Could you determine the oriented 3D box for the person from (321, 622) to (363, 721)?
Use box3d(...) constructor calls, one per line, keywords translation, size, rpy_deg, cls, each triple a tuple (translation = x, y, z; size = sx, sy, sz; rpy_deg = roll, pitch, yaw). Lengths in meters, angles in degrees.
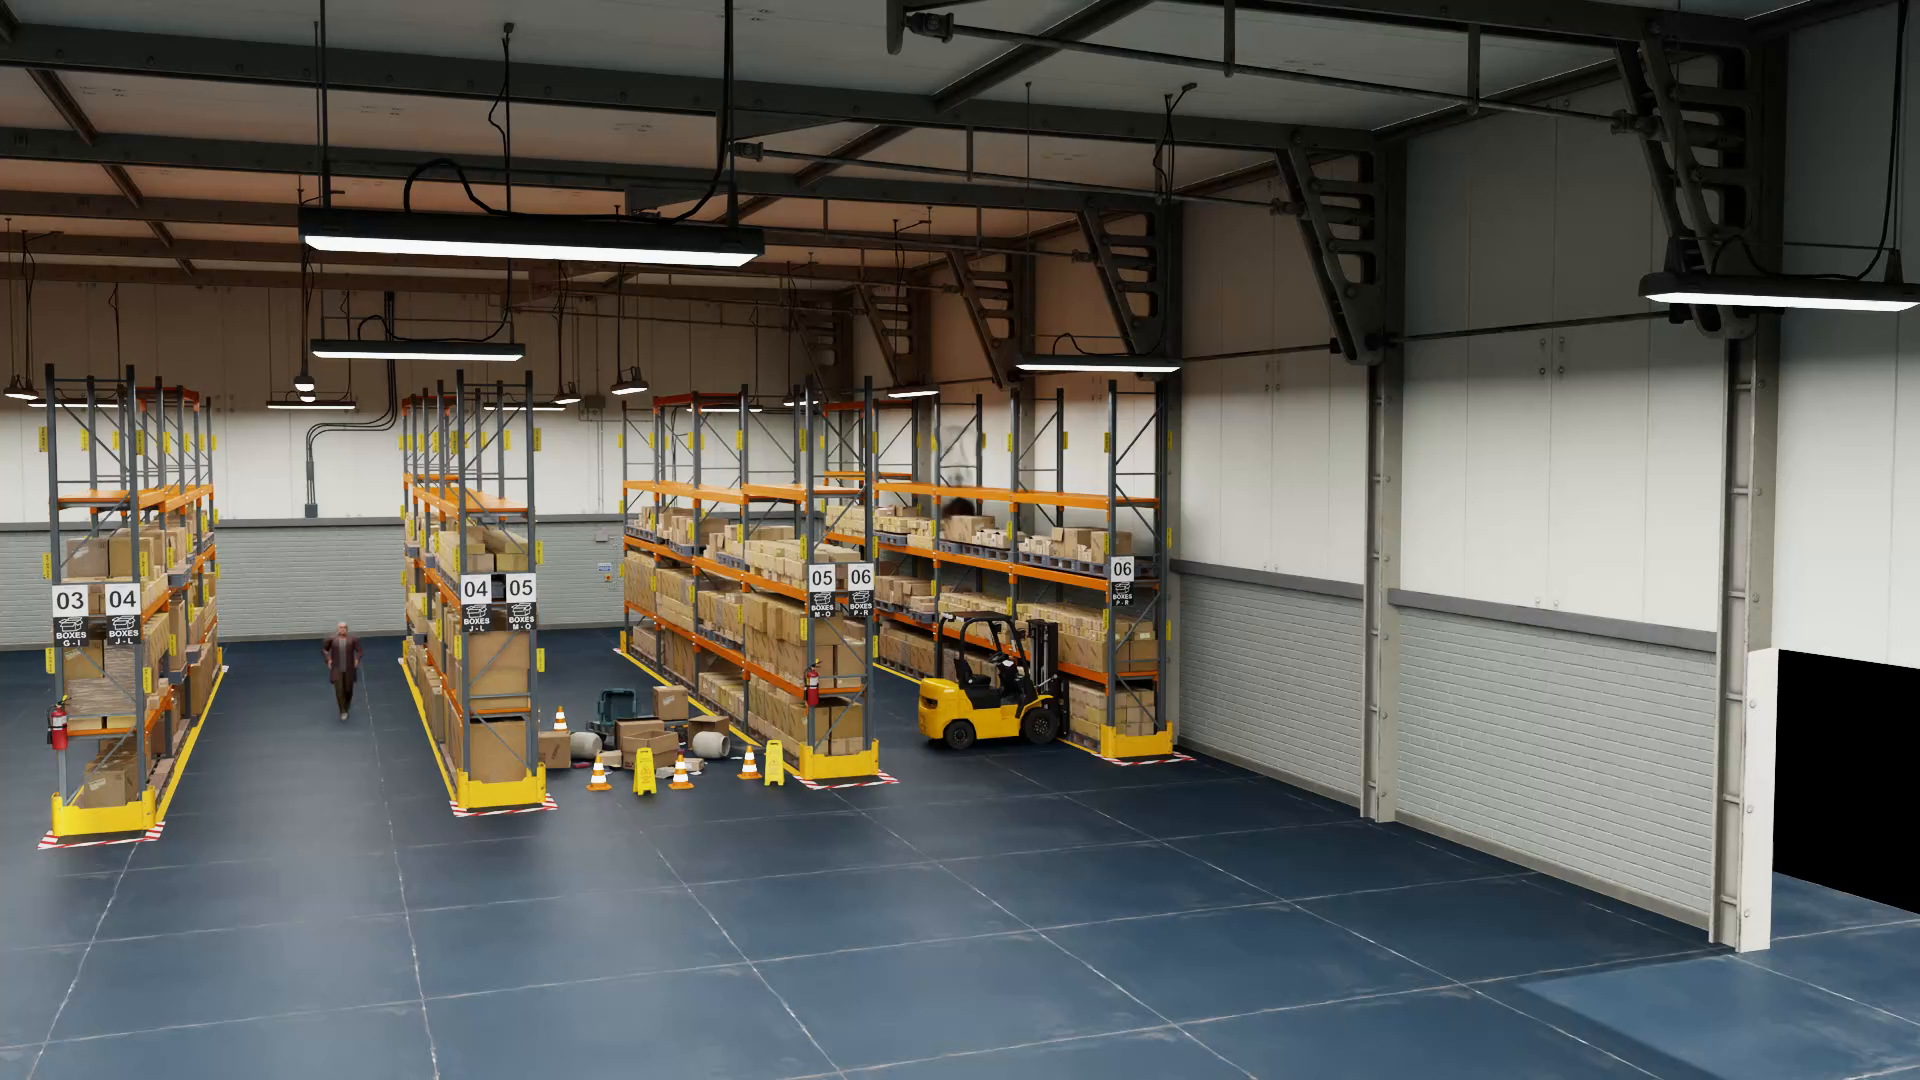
box3d(translation=(-11.229, 2.371, 30.241), size=(0.711, 1.765, 0.783), rpy_deg=(-1, 4, -21), cls="person")
